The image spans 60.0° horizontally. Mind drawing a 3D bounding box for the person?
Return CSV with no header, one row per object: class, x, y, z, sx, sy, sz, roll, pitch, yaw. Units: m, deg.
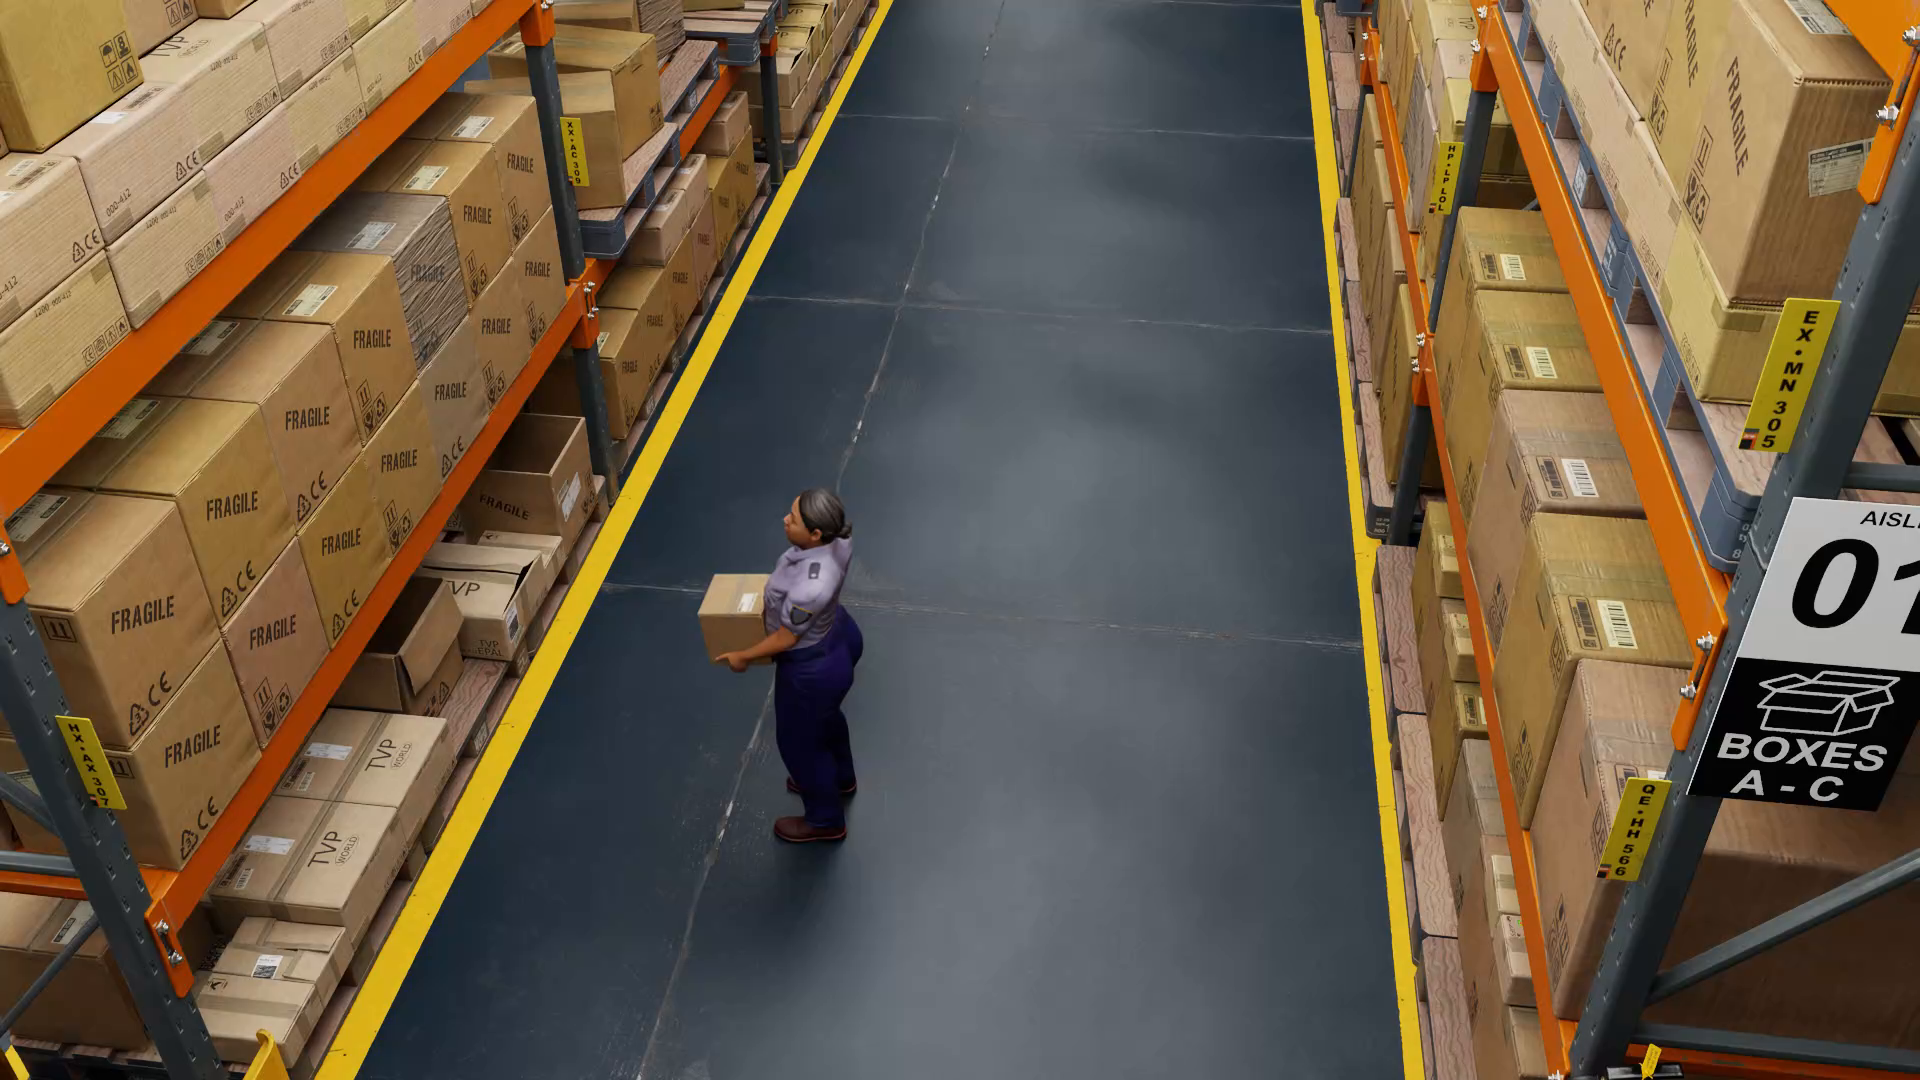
person,-0.648,0.464,6.430,0.525,1.636,0.452,5,37,7
